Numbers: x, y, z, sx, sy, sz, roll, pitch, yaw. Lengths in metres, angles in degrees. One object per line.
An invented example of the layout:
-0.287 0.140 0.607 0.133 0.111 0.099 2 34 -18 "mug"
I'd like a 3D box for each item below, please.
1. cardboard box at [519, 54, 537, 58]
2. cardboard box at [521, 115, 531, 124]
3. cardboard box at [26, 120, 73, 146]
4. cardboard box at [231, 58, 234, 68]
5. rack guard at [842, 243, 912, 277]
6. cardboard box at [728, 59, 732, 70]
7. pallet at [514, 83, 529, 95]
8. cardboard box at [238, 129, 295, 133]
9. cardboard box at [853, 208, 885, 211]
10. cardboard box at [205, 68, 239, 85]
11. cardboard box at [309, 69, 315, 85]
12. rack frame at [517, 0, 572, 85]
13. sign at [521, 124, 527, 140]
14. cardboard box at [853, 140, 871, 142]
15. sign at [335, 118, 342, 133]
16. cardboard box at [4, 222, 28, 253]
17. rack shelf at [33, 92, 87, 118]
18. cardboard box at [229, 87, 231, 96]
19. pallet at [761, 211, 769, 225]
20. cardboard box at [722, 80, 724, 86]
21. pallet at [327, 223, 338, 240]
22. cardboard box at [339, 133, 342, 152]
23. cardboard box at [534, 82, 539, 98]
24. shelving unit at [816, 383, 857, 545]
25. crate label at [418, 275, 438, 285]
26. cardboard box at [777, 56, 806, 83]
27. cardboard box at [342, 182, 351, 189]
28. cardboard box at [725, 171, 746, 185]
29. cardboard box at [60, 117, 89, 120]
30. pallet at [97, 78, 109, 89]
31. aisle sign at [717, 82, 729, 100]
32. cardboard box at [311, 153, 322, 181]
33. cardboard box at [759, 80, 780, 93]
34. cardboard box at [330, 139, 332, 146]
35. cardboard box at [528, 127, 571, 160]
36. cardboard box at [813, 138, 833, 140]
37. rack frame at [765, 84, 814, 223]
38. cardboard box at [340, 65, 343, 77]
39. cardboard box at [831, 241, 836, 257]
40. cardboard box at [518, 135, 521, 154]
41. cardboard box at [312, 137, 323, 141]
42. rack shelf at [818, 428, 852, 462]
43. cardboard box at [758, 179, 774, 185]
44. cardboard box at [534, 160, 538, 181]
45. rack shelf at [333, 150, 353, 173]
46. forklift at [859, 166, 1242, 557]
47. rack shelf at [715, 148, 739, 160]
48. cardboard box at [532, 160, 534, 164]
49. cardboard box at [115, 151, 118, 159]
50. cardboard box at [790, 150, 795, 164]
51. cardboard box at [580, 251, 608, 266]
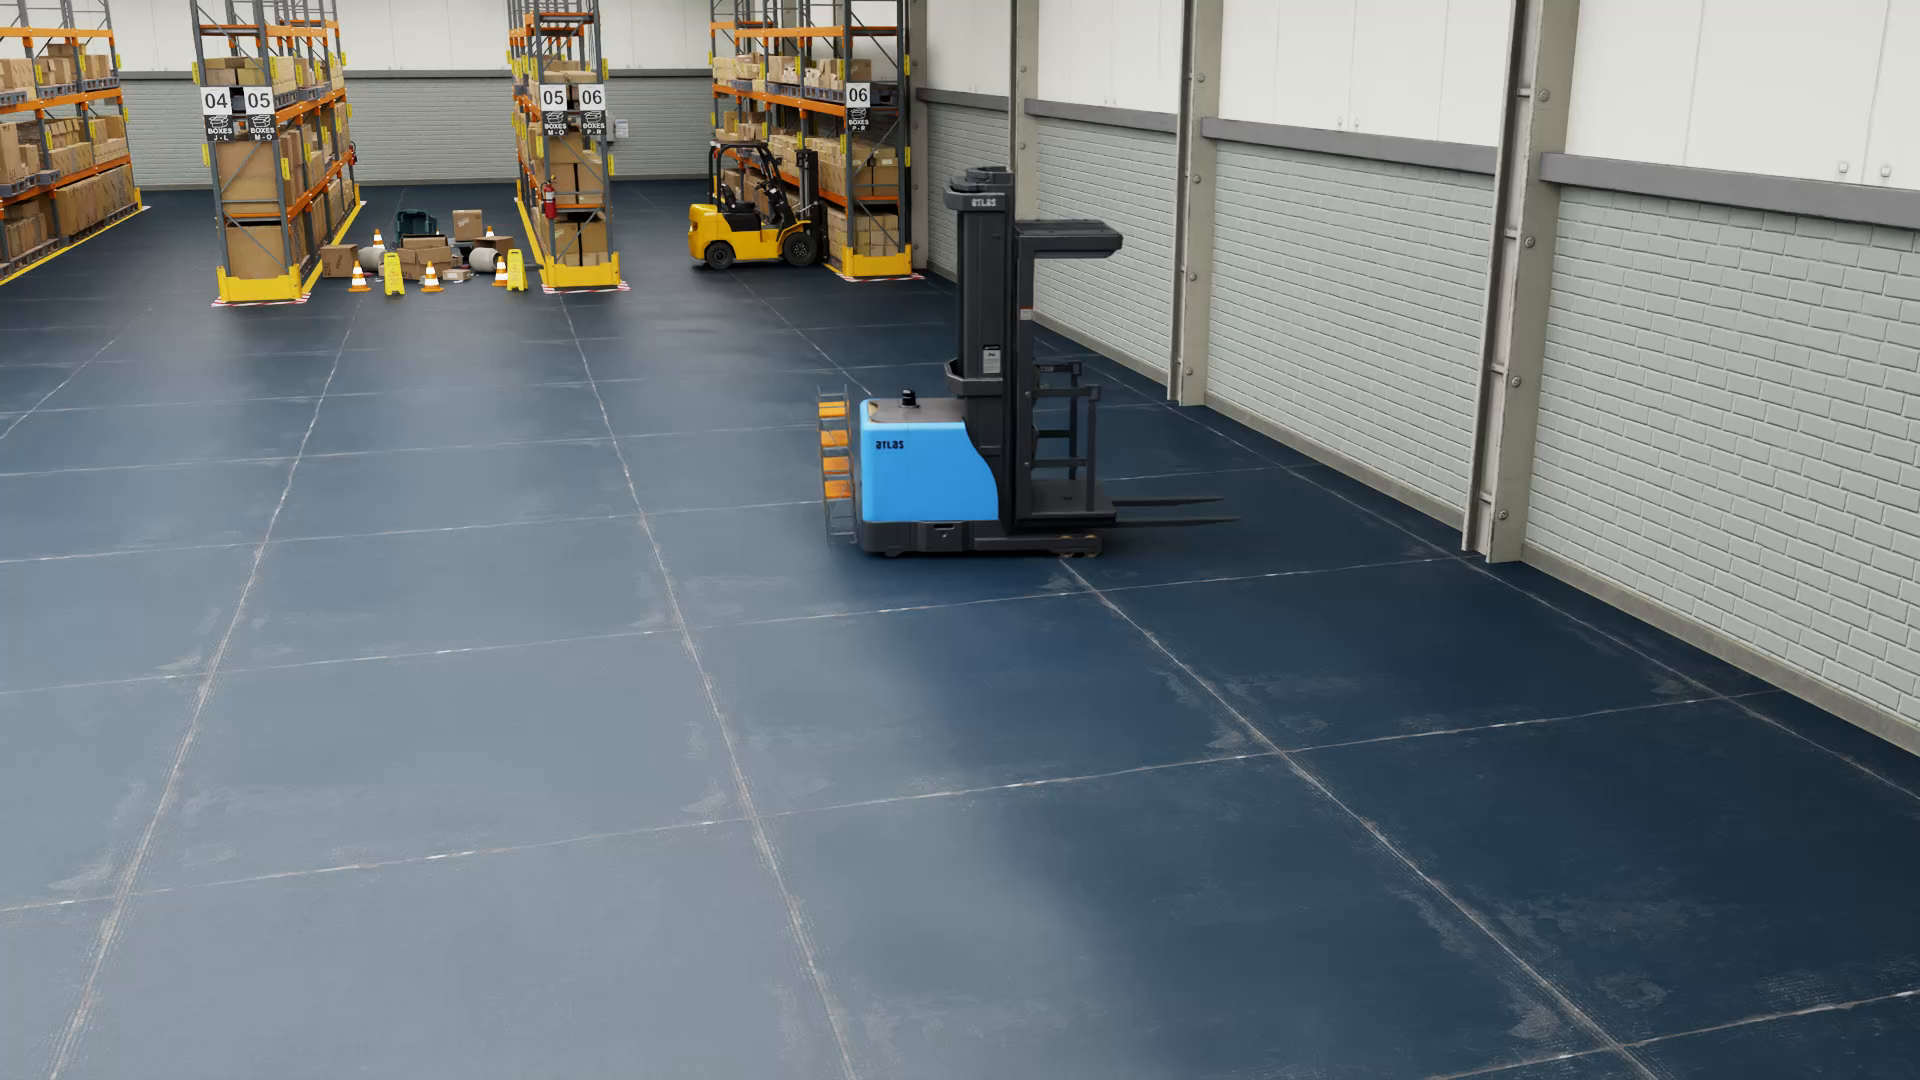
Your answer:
-9.907 -11.070 38.795 0.797 0.503 0.637 -3 17 -11 "cardboard box"
-9.359 -9.070 36.520 0.500 0.500 0.500 -5 17 -17 "cardboard box"
-18.673 -8.343 34.095 0.797 0.503 0.637 -5 17 -15 "cardboard box"
-11.569 -7.451 25.977 0.380 0.149 0.250 -4 17 -14 "cardboard box"
-1.430 -4.835 28.680 1.175 0.500 0.348 -5 17 -15 "rack guard"
-5.252 -11.365 39.735 0.500 0.250 0.500 -5 17 -16 "cardboard box"
-8.634 -9.379 34.574 1.213 0.211 1.003 -4 17 -13 "pallet"
-11.971 -6.817 28.795 0.875 0.550 0.550 -5 17 -15 "cardboard box"
-1.654 -5.827 29.949 0.500 0.250 0.500 -5 17 -16 "cardboard box"
-11.343 -7.096 25.487 0.500 0.250 0.500 -4 17 -15 "cardboard box"
-12.562 -8.817 31.627 0.500 0.311 0.500 -5 17 -15 "cardboard box"
-8.407 -10.732 33.537 1.000 3.000 0.127 -5 17 -15 "rack frame"
-8.939 -8.368 34.084 0.100 0.325 0.005 -5 17 -15 "sign"
-1.862 -7.300 30.721 0.380 0.149 0.250 -5 17 -16 "cardboard box"
-13.705 -9.145 36.670 0.100 0.325 0.005 -5 17 -15 "sign"
-17.251 -5.442 29.935 0.700 0.500 0.500 -6 18 -20 "cardboard box"
-18.485 -8.720 33.305 1.077 0.370 4.000 -5 17 -15 "rack shelf"
-11.357 -6.857 25.384 0.380 0.149 0.250 -5 17 -15 "cardboard box"
-3.804 -7.126 36.808 1.003 0.211 1.213 -5 17 -15 "pallet"
-5.642 -11.243 40.889 0.380 0.149 0.250 -5 17 -15 "cardboard box"
-13.352 -6.320 34.125 1.003 0.211 1.213 -5 17 -15 "pallet"
-14.274 -9.029 37.606 0.500 0.500 0.500 -5 17 -15 "cardboard box"
-6.892 -7.555 27.920 0.500 0.250 0.500 -4 17 -14 "cardboard box"
-0.991 -0.615 13.393 0.258 1.200 0.503 -4 17 -2 "shelving unit"
-8.816 -4.322 27.604 0.298 0.136 0.250 16 23 42 "crate label"
-3.391 -9.484 33.520 0.500 0.500 0.500 -4 17 -14 "cardboard box"
-14.603 -8.364 39.275 0.380 0.149 0.250 -4 17 -13 "cardboard box"
-5.559 -9.053 41.990 0.700 0.500 0.500 -4 17 -13 "cardboard box"
-19.976 -9.282 37.580 0.500 0.500 0.500 -5 17 -17 "cardboard box"
-19.581 -10.140 36.933 1.003 0.211 1.213 -5 17 -15 "pallet"
-6.135 -11.706 42.688 0.394 0.787 0.004 -5 17 -15 "aisle sign"
-12.483 -7.107 31.725 0.500 0.500 0.500 -5 17 -16 "cardboard box"
-4.009 -9.740 35.708 0.500 0.250 0.500 -5 18 -17 "cardboard box"
-13.938 -8.674 36.306 0.380 0.149 0.250 -4 17 -14 "cardboard box"
-6.929 -6.712 28.155 0.700 0.500 0.500 -5 17 -16 "cardboard box"
-2.558 -7.471 31.292 0.380 0.149 0.250 -4 17 -14 "cardboard box"
-3.635 -8.252 35.710 1.000 3.000 0.127 -5 17 -15 "rack frame"
-14.966 -11.149 39.531 0.500 0.250 0.500 -5 18 -17 "cardboard box"
-1.997 -5.167 29.488 0.500 0.250 0.500 -5 17 -15 "cardboard box"
-10.178 -9.401 39.360 0.500 0.500 0.500 -5 17 -16 "cardboard box"
-13.367 -8.238 34.337 0.380 0.149 0.250 -4 17 -13 "cardboard box"
-0.999 -0.765 13.348 0.258 0.148 0.480 -4 17 -2 "rack shelf"
-4.352 -8.052 37.532 0.380 0.149 0.250 -6 18 -18 "cardboard box"
-7.454 -6.799 30.181 0.500 0.500 0.500 -5 17 -15 "cardboard box"
-14.787 -8.754 38.632 1.077 0.370 4.000 -5 17 -15 "rack shelf"
0.709 -1.421 13.089 3.031 2.935 1.130 -1 17 -4 "forklift"
-5.284 -9.567 41.338 1.077 0.370 4.000 -5 17 -15 "rack shelf"
-8.364 -7.597 33.235 0.380 0.149 0.250 -5 17 -15 "cardboard box"
-19.365 -8.741 37.774 0.380 0.149 0.250 -5 17 -15 "cardboard box"
-3.065 -7.570 32.832 0.500 0.250 0.500 -5 17 -17 "cardboard box"
-6.164 -4.775 28.184 0.500 0.250 0.500 -5 17 -16 "cardboard box"
